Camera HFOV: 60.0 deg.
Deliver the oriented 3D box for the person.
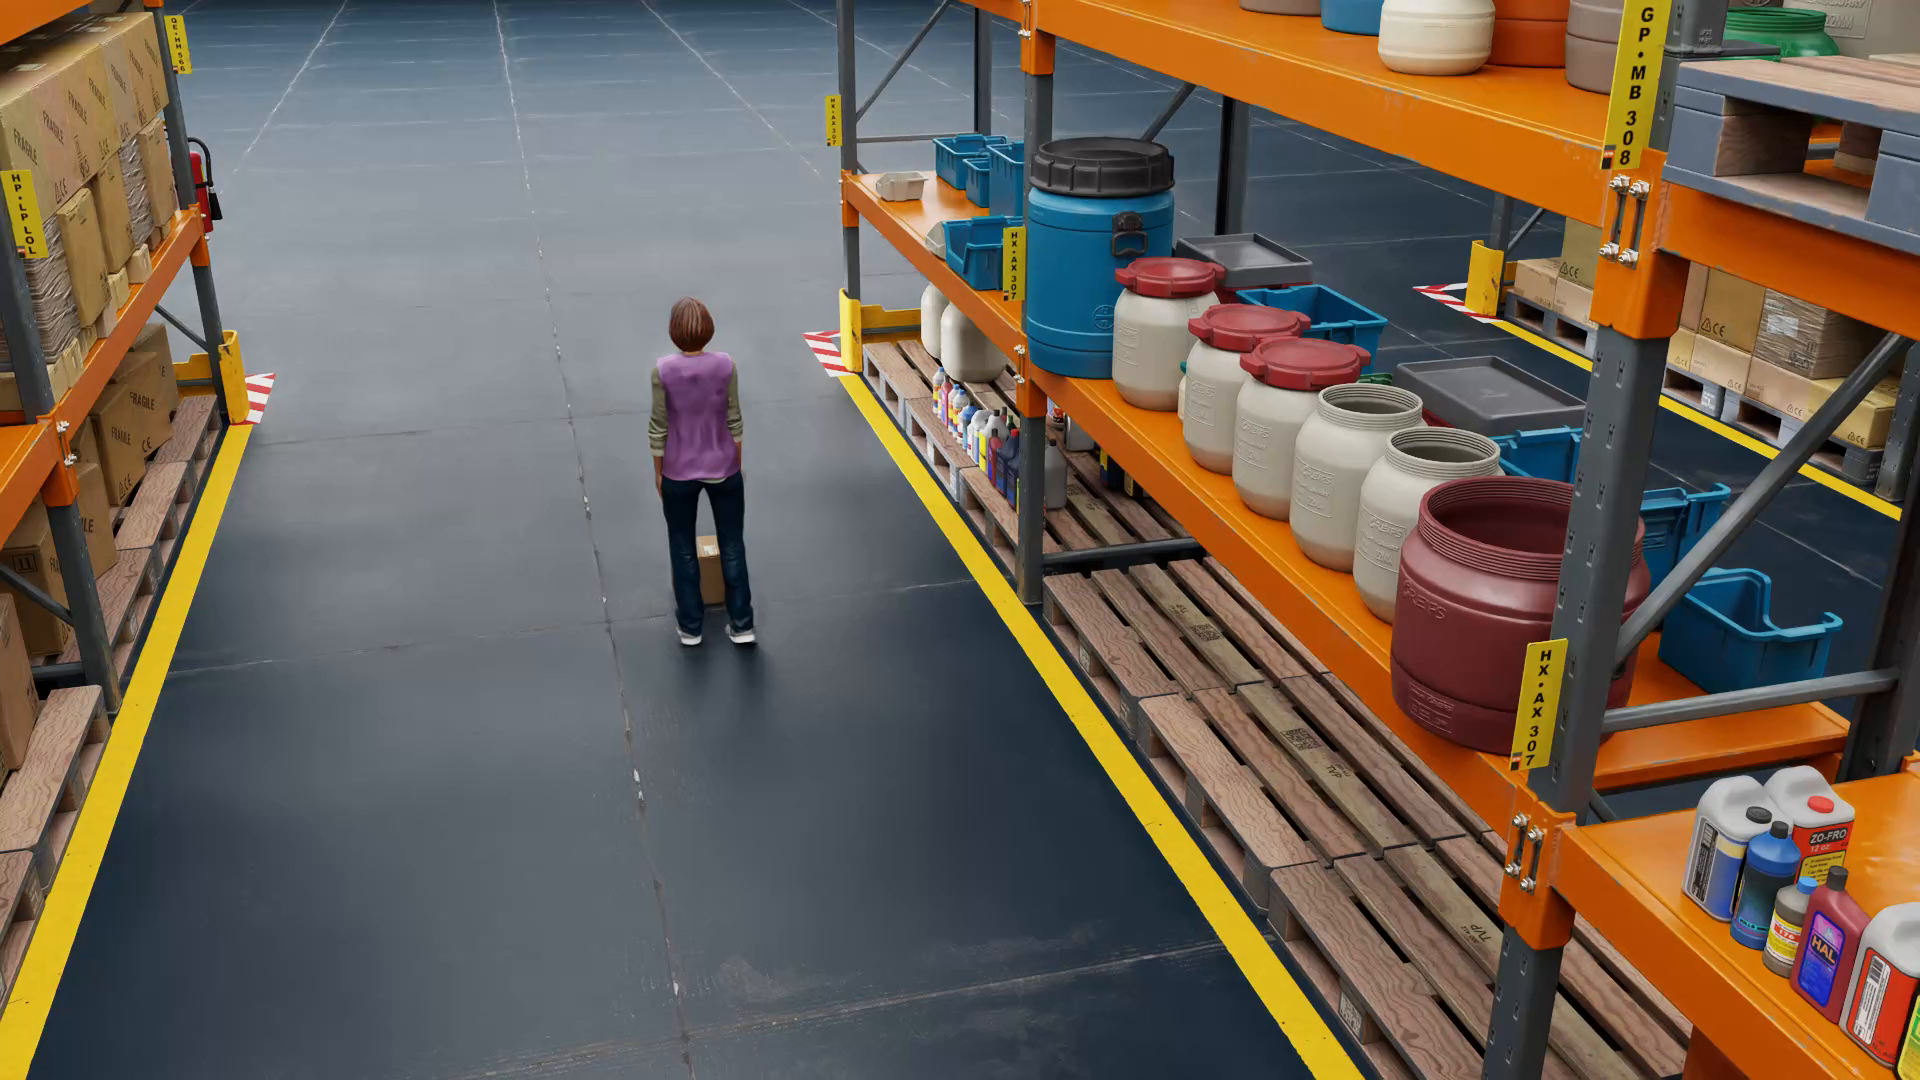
[{"bbox_3d":[-1.144,-0.274,7.286,0.409,1.629,0.349,-6,24,-13],"label":"person"}]
